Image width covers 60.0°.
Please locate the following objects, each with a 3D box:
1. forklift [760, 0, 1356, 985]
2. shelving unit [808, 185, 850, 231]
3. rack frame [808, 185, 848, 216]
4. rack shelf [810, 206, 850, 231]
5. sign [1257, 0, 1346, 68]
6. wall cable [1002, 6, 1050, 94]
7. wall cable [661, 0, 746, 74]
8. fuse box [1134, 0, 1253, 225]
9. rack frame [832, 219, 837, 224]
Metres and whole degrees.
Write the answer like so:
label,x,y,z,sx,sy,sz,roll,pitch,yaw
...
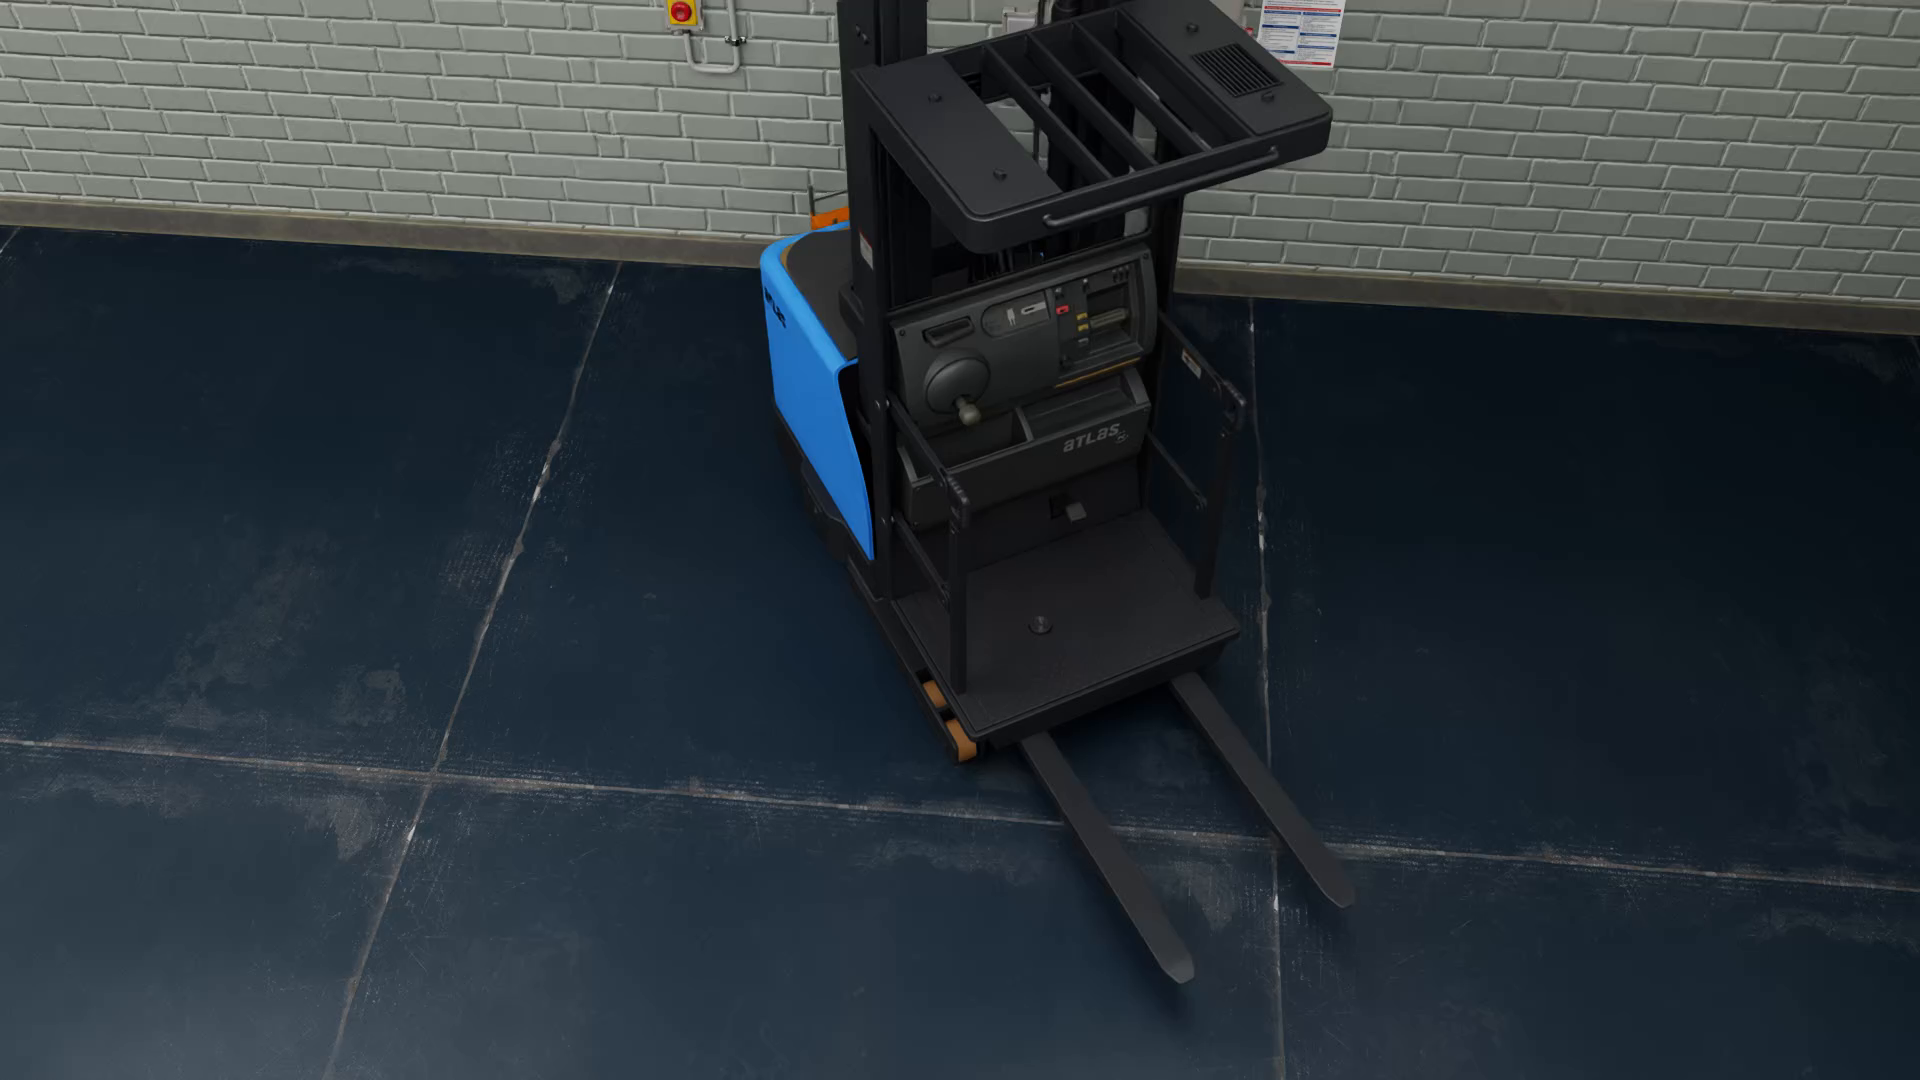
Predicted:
label,x,y,z,sx,sy,sz,roll,pitch,yaw
forklift,0.321,-0.565,5.280,1.130,2.935,3.031,-20,51,-17
shelving unit,-0.458,-1.001,6.953,0.215,1.050,0.252,-20,50,-17
rack frame,-0.512,-1.082,7.028,0.200,1.050,0.008,-20,50,-17
rack shelf,-0.459,-1.186,6.752,0.215,0.259,0.240,-20,50,-17
sign,1.386,-2.138,6.737,0.329,0.494,0.001,4,48,4
wall cable,0.211,-2.556,6.366,0.588,1.984,0.122,4,48,4
wall cable,-1.203,-2.653,6.434,0.585,1.953,0.123,4,48,4
fuse box,0.876,-1.617,7.069,0.539,1.711,0.414,4,48,4
rack frame,-0.405,-0.920,6.879,0.200,1.050,0.008,-20,50,-17
